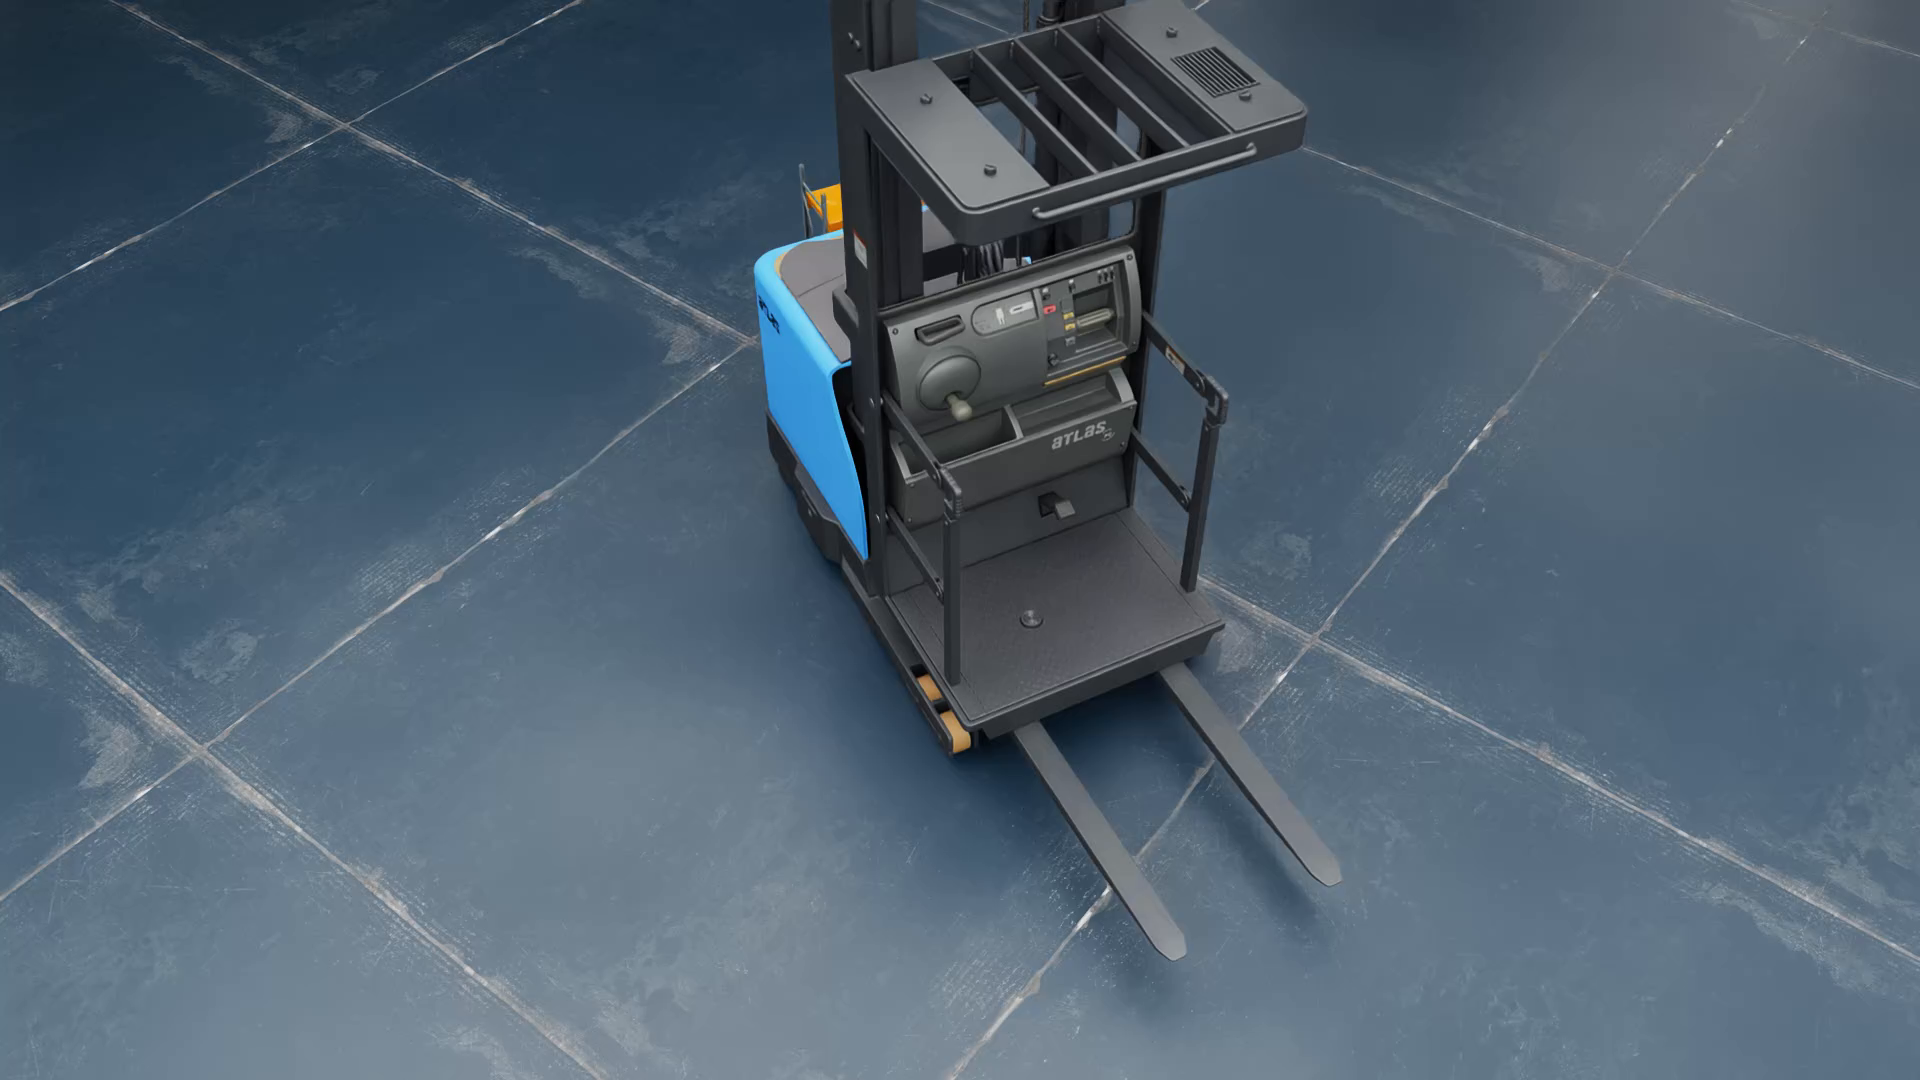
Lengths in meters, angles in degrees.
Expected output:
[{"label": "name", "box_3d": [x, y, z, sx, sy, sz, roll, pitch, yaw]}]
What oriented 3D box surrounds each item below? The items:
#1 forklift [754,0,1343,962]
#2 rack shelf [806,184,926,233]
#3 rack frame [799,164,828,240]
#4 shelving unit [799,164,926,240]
[{"label": "forklift", "box_3d": [0.292, -0.595, 5.456, 1.130, 2.935, 3.031, -20, 50, -18]}, {"label": "rack shelf", "box_3d": [-0.371, -1.374, 6.854, 0.480, 0.148, 0.258, -20, 50, -18]}, {"label": "rack frame", "box_3d": [-0.588, -1.022, 7.061, 0.015, 1.200, 0.240, -20, 50, -18]}, {"label": "shelving unit", "box_3d": [-0.371, -1.102, 7.138, 0.503, 1.200, 0.258, -20, 50, -18]}]
